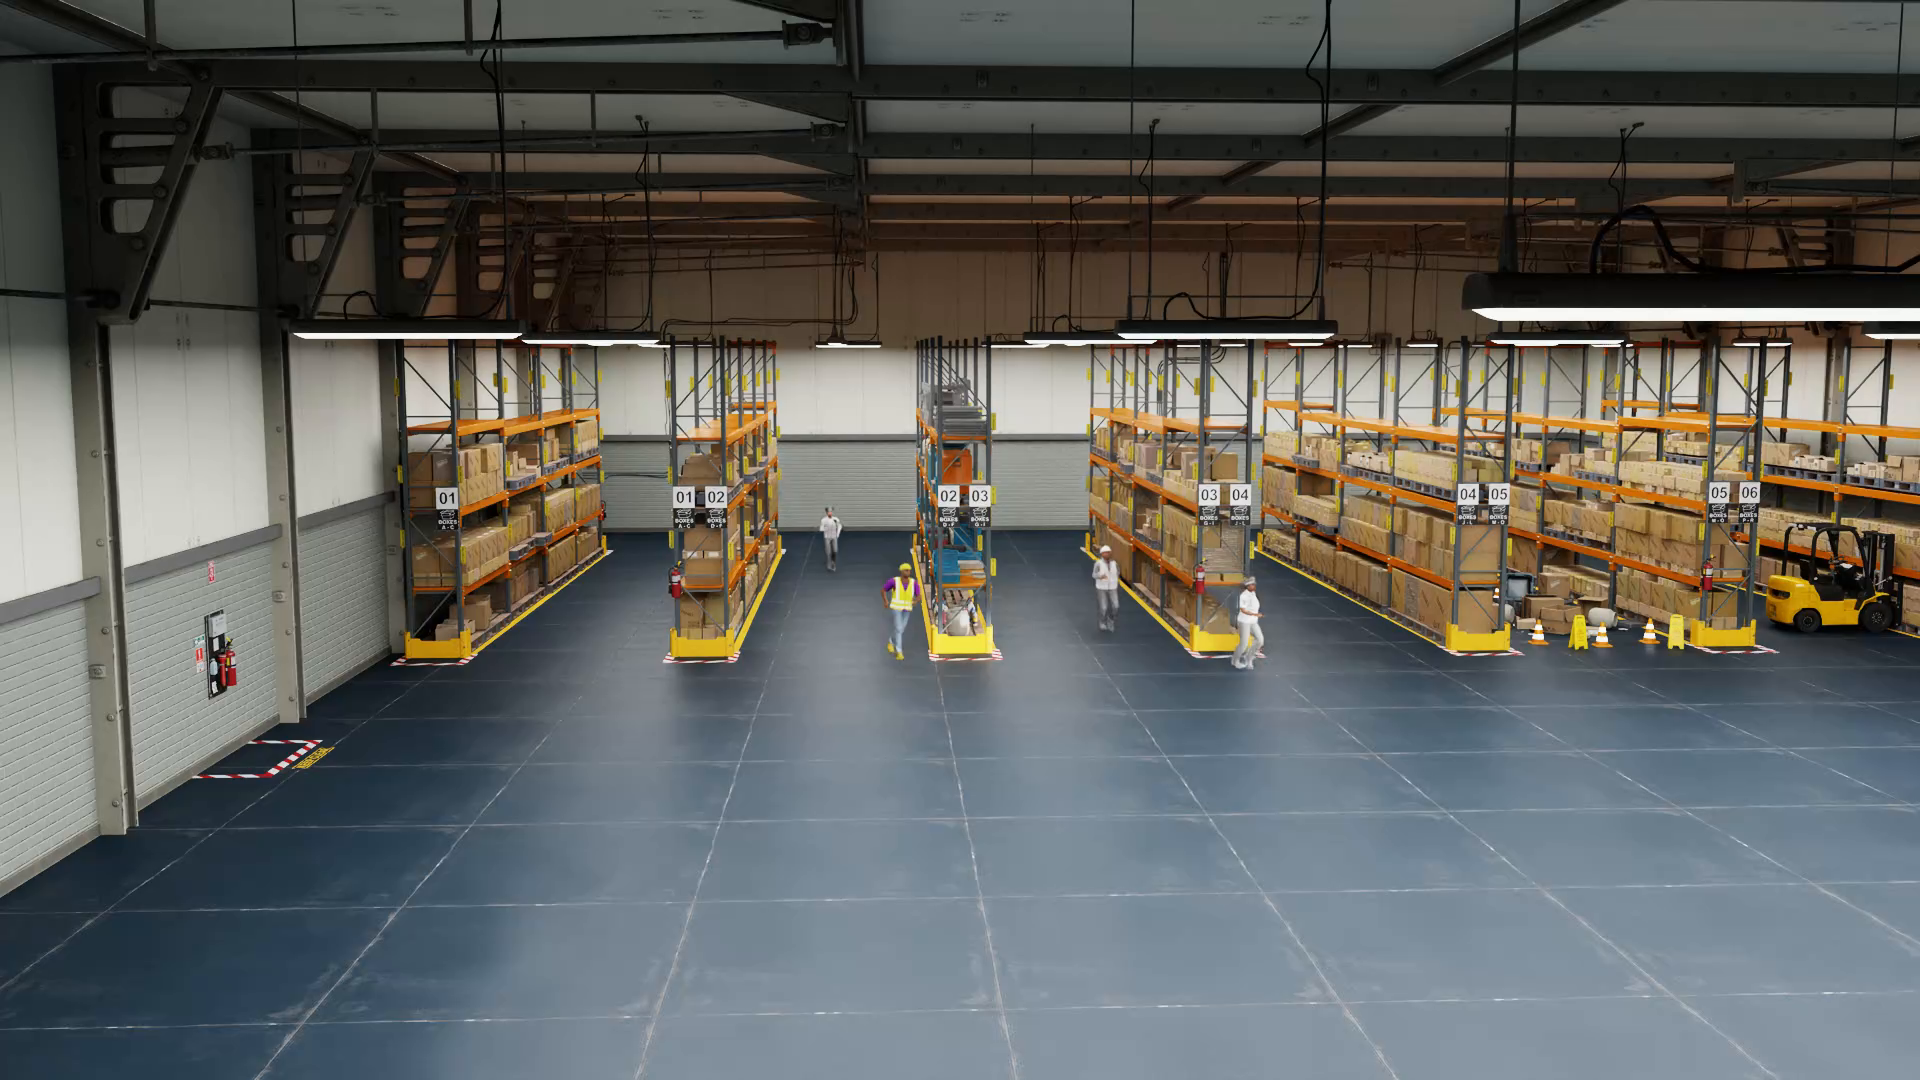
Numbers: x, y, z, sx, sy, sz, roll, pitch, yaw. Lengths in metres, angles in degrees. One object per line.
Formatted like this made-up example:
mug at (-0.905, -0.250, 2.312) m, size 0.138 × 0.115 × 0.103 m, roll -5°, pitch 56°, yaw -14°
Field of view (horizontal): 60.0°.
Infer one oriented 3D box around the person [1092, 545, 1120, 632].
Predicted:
person at (3.015, 1.007, 33.911) m, size 0.641 × 1.779 × 0.658 m, roll -1°, pitch 7°, yaw -11°

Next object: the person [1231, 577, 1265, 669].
person at (5.234, 1.509, 29.982) m, size 0.683 × 1.704 × 0.596 m, roll 6°, pitch 9°, yaw 42°

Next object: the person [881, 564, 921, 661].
person at (-1.083, 1.315, 31.234) m, size 0.726 × 1.762 × 0.841 m, roll -3°, pitch 7°, yaw -25°

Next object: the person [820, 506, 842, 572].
person at (-3.351, -0.023, 43.281) m, size 0.594 × 1.712 × 0.638 m, roll -1°, pitch 7°, yaw -10°
